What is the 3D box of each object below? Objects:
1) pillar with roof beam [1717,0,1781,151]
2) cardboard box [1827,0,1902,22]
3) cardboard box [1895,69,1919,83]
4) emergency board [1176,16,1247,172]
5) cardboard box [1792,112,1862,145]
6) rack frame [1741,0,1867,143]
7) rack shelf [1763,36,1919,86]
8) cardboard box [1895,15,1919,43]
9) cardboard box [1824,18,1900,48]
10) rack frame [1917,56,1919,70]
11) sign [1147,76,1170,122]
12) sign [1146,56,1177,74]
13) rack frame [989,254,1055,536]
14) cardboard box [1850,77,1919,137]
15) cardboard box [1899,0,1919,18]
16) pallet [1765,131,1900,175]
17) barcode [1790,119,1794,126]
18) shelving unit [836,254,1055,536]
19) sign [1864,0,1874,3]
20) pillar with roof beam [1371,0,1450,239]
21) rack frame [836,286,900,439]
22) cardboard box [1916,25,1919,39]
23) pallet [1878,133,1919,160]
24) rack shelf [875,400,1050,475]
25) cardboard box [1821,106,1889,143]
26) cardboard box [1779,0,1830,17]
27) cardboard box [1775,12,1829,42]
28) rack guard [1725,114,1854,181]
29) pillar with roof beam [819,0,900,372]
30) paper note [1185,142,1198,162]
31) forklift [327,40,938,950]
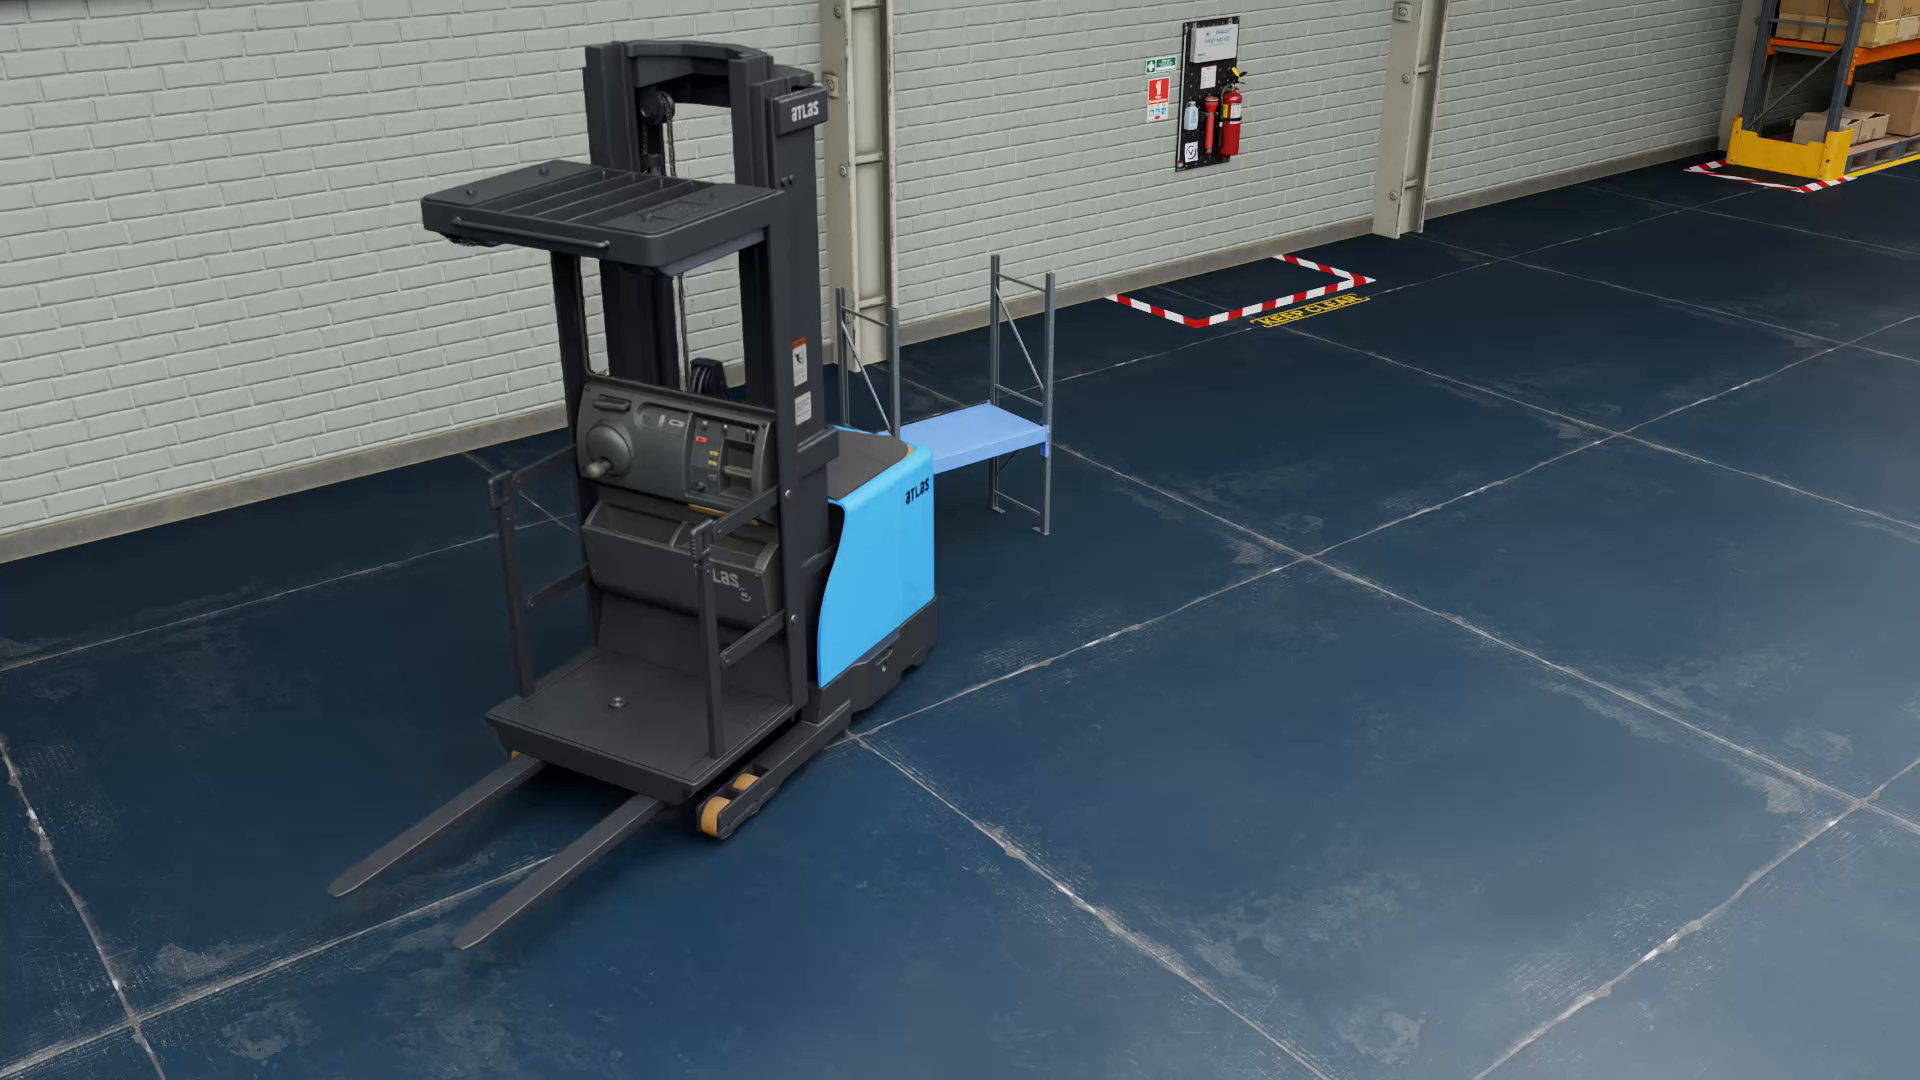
[{"bbox_3d":[11.414,-7.066,13.785,0.400,9.000,9.100,-18,31,-34],"label":"pillar with roof beam"},{"bbox_3d":[9.302,-5.608,17.034,0.500,0.500,0.500,-18,31,-34],"label":"cardboard box"},{"bbox_3d":[11.097,-5.124,19.174,0.500,0.500,0.500,-21,32,-38],"label":"cardboard box"},{"bbox_3d":[2.068,-3.583,13.406,0.643,1.169,0.194,-18,31,-34],"label":"emergency board"},{"bbox_3d":[9.341,-4.432,17.908,0.500,0.311,0.500,-23,33,-40],"label":"cardboard box"},{"bbox_3d":[8.741,-5.302,17.111,0.127,3.000,1.000,-18,31,-34],"label":"rack frame"},{"bbox_3d":[10.315,-5.495,18.382,4.000,0.370,1.077,-18,31,-34],"label":"rack shelf"},{"bbox_3d":[9.721,-5.404,17.486,0.500,0.250,0.500,-19,31,-36],"label":"cardboard box"},{"bbox_3d":[9.321,-5.265,17.185,0.500,0.250,0.500,-19,31,-35],"label":"cardboard box"},{"bbox_3d":[11.889,-6.341,19.350,0.127,3.000,1.000,-18,31,-34],"label":"rack frame"},{"bbox_3d":[1.570,-3.489,13.163,0.234,0.329,0.001,-18,31,-34],"label":"sign"},{"bbox_3d":[1.579,-3.728,13.048,0.331,0.109,0.001,-18,31,-34],"label":"sign"},{"bbox_3d":[0.333,-0.790,9.171,0.032,1.500,0.500,-18,31,-34],"label":"rack frame"},{"bbox_3d":[10.398,-4.840,18.562,0.500,0.500,0.700,-21,32,-37],"label":"cardboard box"},{"bbox_3d":[9.697,-5.733,17.303,0.500,0.500,0.500,-18,30,-34],"label":"cardboard box"},{"bbox_3d":[9.462,-4.256,18.170,1.213,0.211,1.003,-18,31,-34],"label":"pallet"},{"bbox_3d":[9.108,-4.573,18.202,0.075,0.075,0.001,-18,31,-34],"label":"barcode"},{"bbox_3d":[-0.067,-0.658,8.887,1.048,1.500,0.538,-18,31,-34],"label":"shelving unit"},{"bbox_3d":[9.076,-5.515,16.542,0.005,0.325,0.100,-18,31,-34],"label":"sign"},{"bbox_3d":[6.693,-5.507,10.427,0.400,9.000,9.100,-18,31,-34],"label":"pillar with roof beam"},{"bbox_3d":[-0.467,-0.526,8.602,0.032,1.500,0.500,-18,31,-34],"label":"rack frame"},{"bbox_3d":[10.125,-5.535,17.767,0.500,0.250,0.500,-19,31,-35],"label":"cardboard box"},{"bbox_3d":[10.421,-4.572,18.850,1.213,0.211,1.003,-18,31,-34],"label":"pallet"},{"bbox_3d":[-0.067,-0.495,8.962,1.000,0.185,0.538,-18,31,-34],"label":"rack shelf"},{"bbox_3d":[9.790,-4.580,18.227,0.500,0.311,0.500,-15,29,-30],"label":"cardboard box"},{"bbox_3d":[8.981,-5.776,17.396,0.500,0.500,0.500,-19,31,-35],"label":"cardboard box"},{"bbox_3d":[8.989,-5.429,17.539,0.500,0.250,0.500,-18,30,-33],"label":"cardboard box"},{"bbox_3d":[8.801,-4.188,17.680,0.348,0.500,1.175,-18,31,-34],"label":"rack guard"},{"bbox_3d":[1.971,-3.948,7.068,0.400,9.000,9.100,-18,31,-34],"label":"pillar with roof beam"},{"bbox_3d":[1.886,-3.160,13.542,0.142,0.148,0.016,-18,31,-34],"label":"paper note"},{"bbox_3d":[-1.261,-0.350,6.522,1.130,2.935,3.031,13,28,26],"label":"forklift"}]
